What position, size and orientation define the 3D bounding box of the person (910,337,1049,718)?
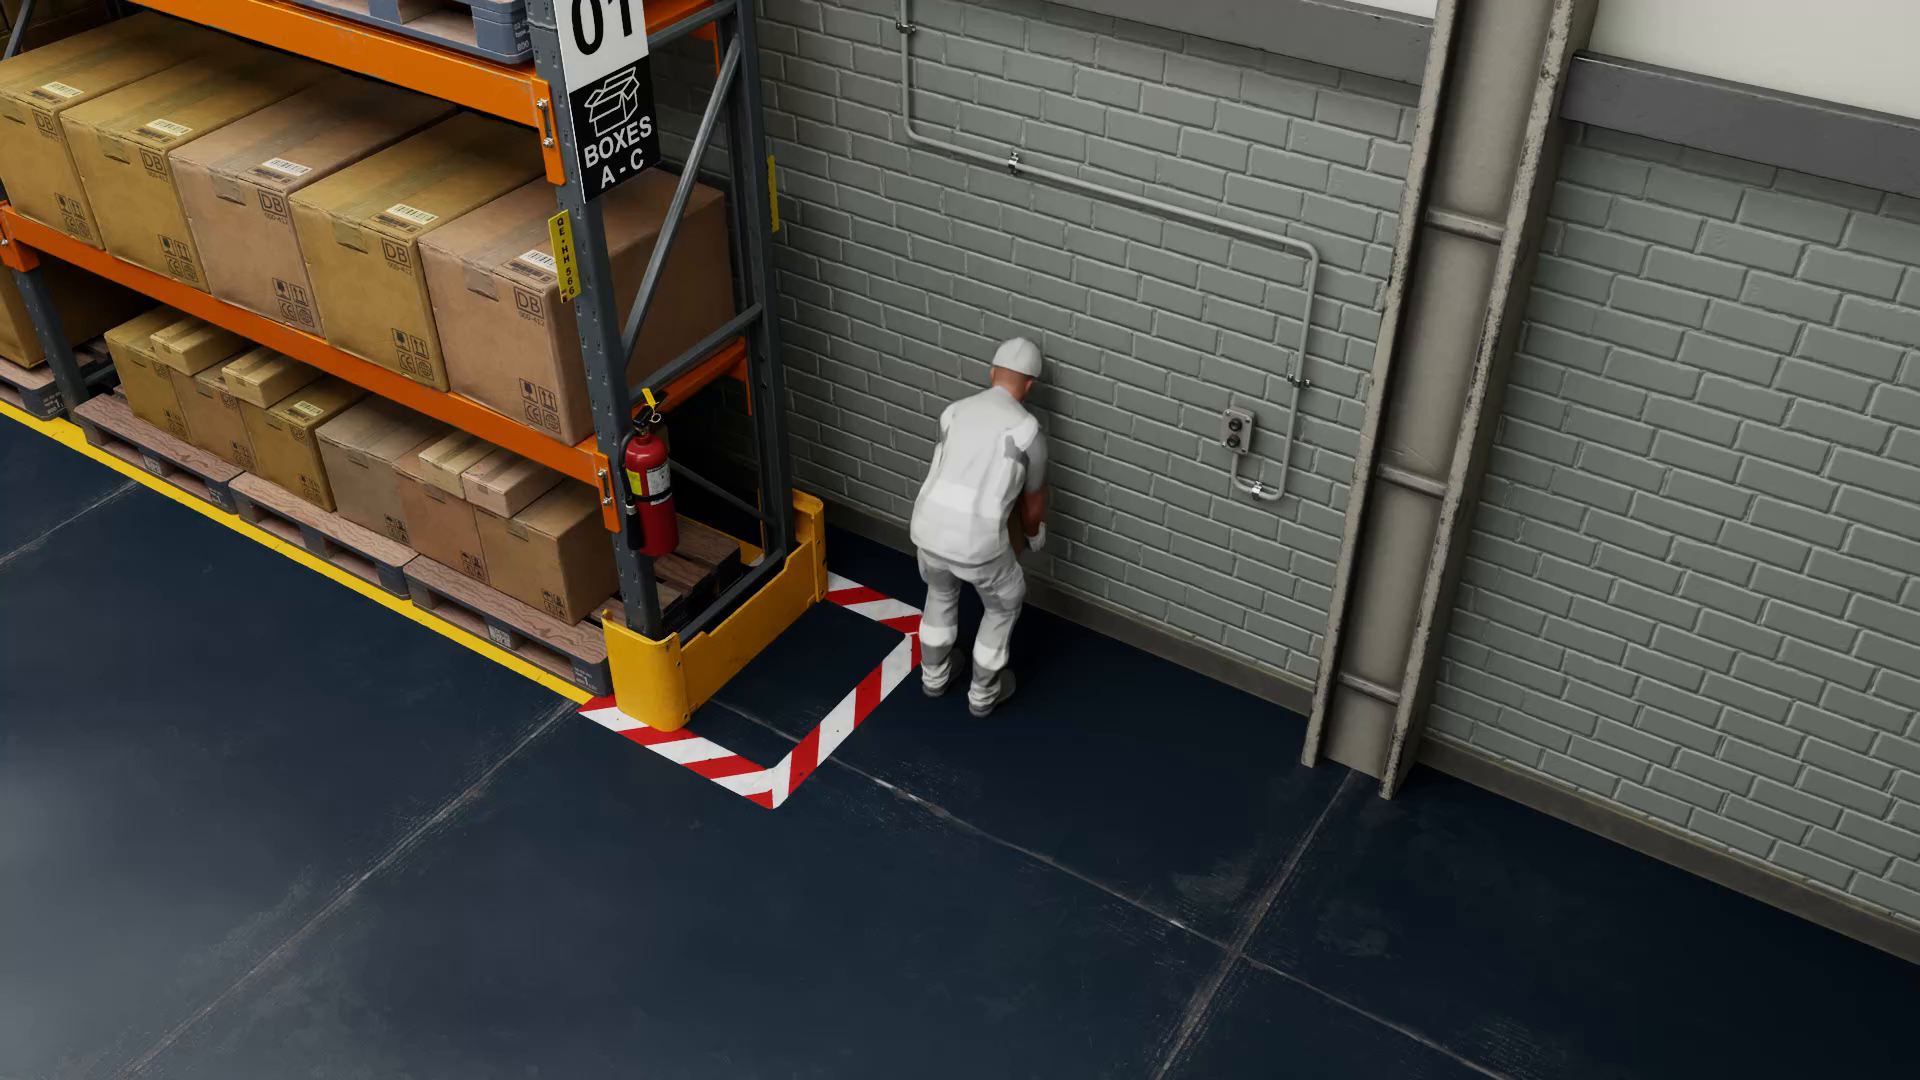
[{"bbox_3d":[0.114,-0.048,6.933,0.497,1.526,0.823,19,42,22],"label":"person"}]
